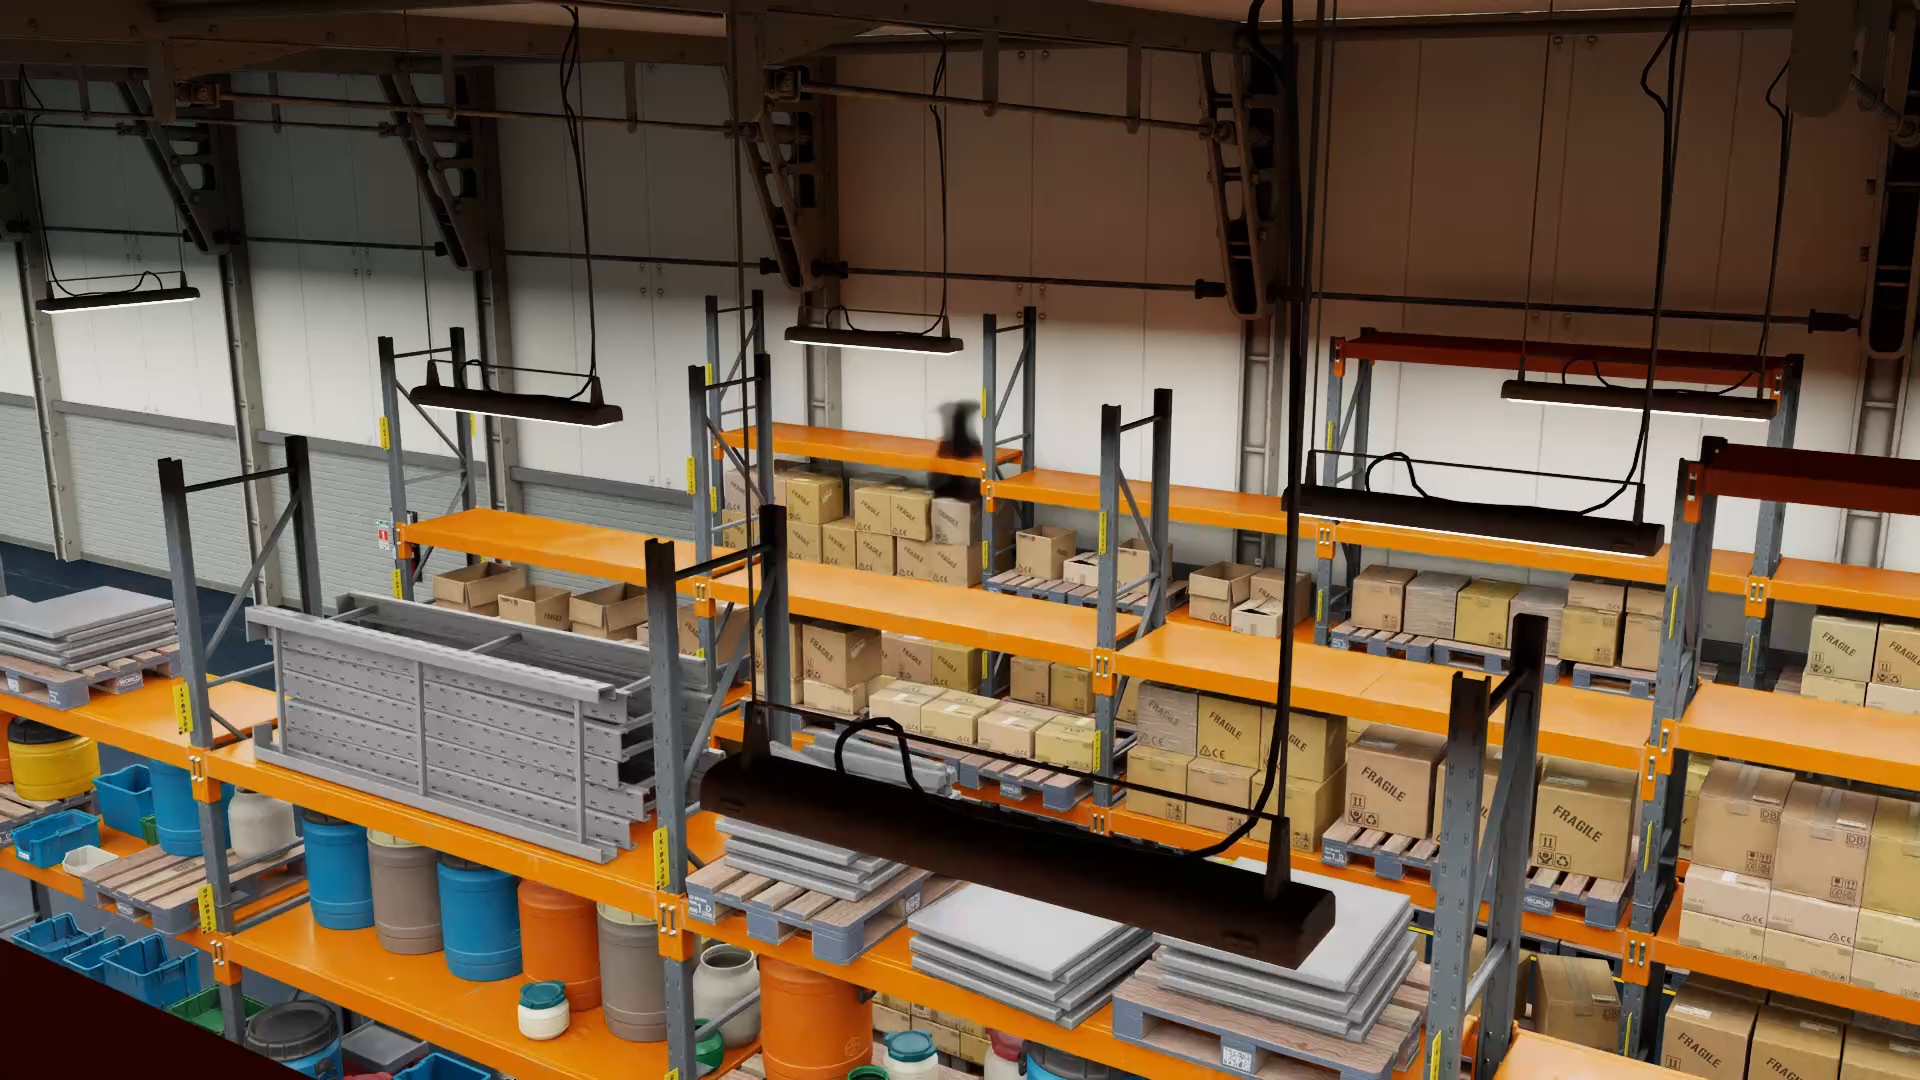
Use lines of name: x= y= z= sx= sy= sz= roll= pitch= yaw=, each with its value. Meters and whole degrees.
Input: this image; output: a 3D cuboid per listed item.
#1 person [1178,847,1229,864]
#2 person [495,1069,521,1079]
person: x=2.548 y=3.203 z=16.787 sx=0.702 sy=1.690 sz=0.665 roll=3 pitch=14 yaw=13
person: x=-3.686 y=3.952 z=13.734 sx=0.758 sy=1.716 sz=0.687 roll=6 pitch=15 yaw=24
